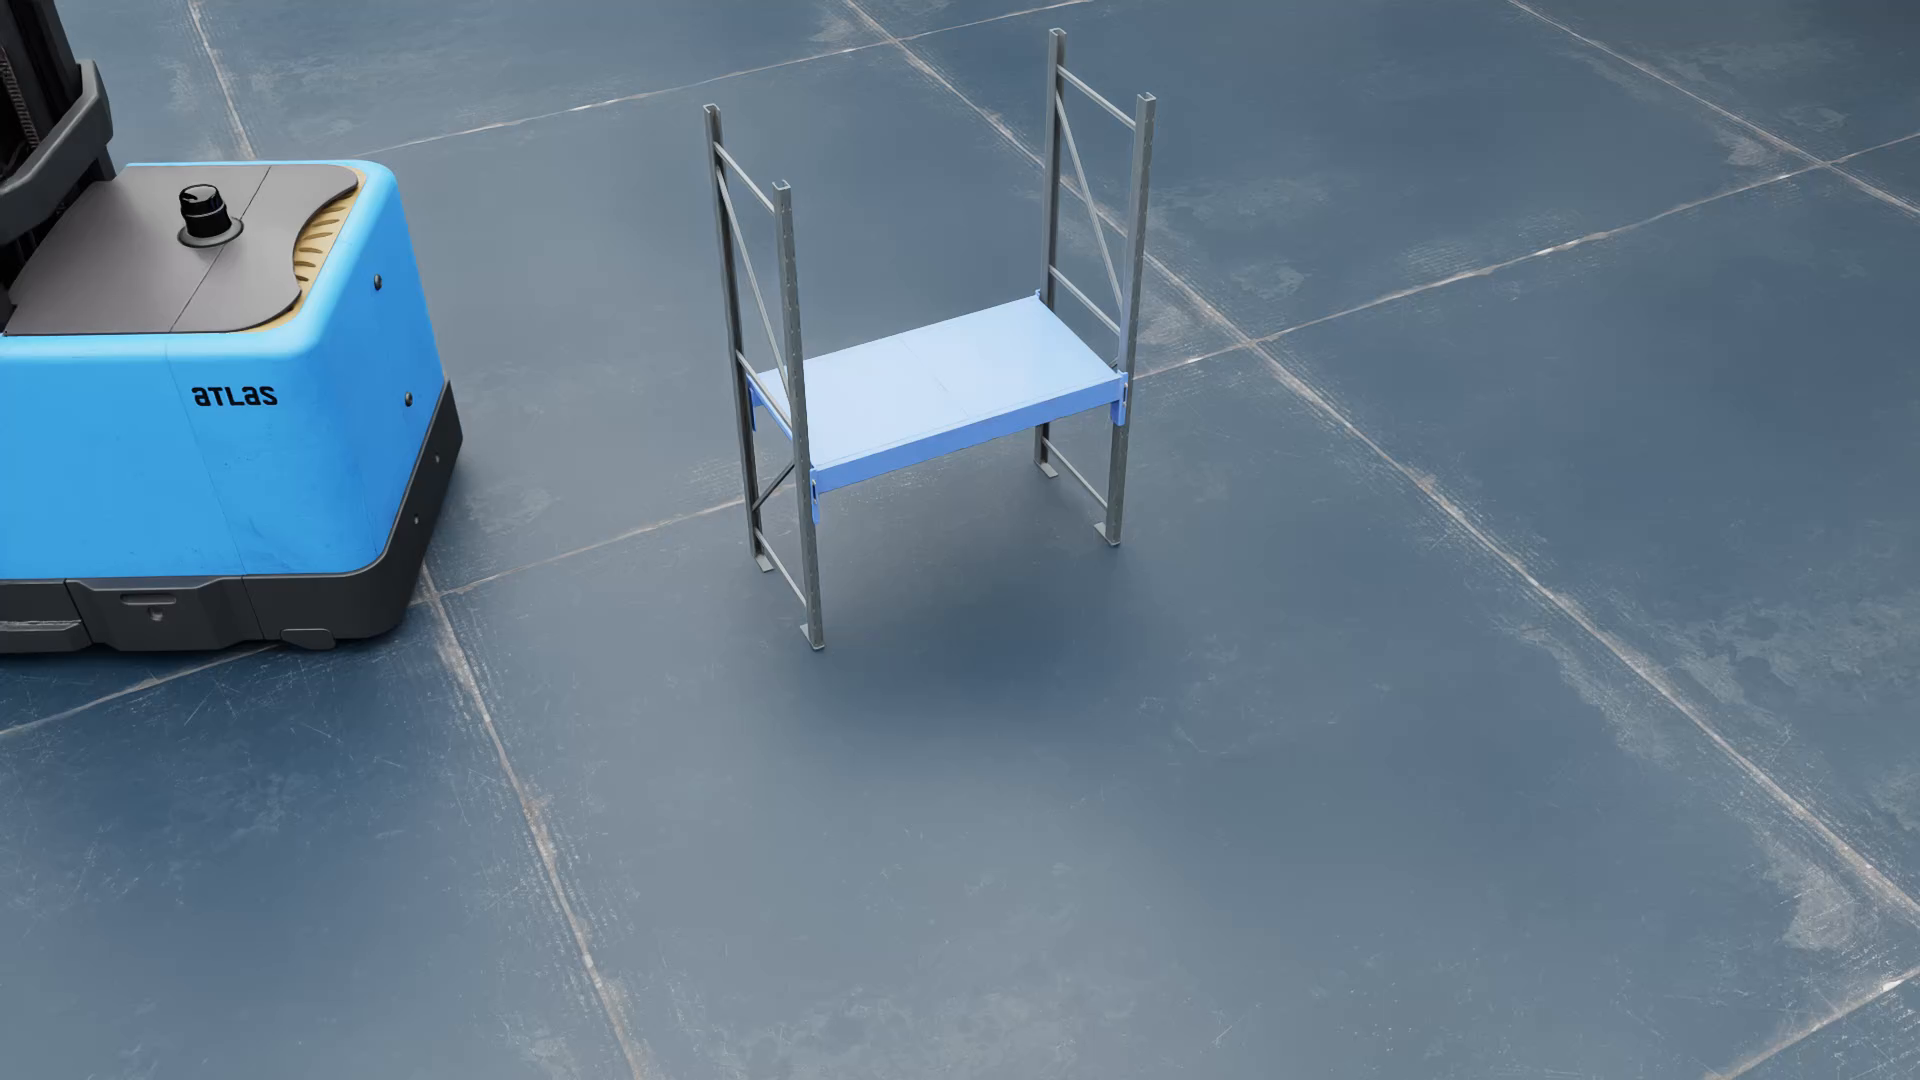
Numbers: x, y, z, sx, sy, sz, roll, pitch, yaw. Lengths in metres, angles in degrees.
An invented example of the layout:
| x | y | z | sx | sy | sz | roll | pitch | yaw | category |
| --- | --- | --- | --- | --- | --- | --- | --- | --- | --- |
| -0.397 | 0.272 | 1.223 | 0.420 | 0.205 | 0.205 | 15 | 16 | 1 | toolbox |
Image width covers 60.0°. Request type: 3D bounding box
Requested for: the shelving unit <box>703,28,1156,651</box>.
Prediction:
| x | y | z | sx | sy | sz | roll | pitch | yaw | category |
| --- | --- | --- | --- | --- | --- | --- | --- | --- | --- |
| -0.076 | -0.547 | 4.735 | 1.048 | 1.500 | 0.538 | -19 | 44 | -21 | shelving unit |

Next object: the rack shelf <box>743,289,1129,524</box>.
| x | y | z | sx | sy | sz | roll | pitch | yaw | category |
| --- | --- | --- | --- | --- | --- | --- | --- | --- | --- |
| -0.076 | -0.410 | 4.852 | 1.000 | 0.185 | 0.538 | -19 | 44 | -21 | rack shelf |

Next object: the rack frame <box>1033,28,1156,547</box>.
| x | y | z | sx | sy | sz | roll | pitch | yaw | category |
| --- | --- | --- | --- | --- | --- | --- | --- | --- | --- |
| 0.375 | -0.699 | 4.915 | 0.032 | 1.500 | 0.500 | -19 | 44 | -21 | rack frame |

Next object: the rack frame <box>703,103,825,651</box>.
| x | y | z | sx | sy | sz | roll | pitch | yaw | category |
| --- | --- | --- | --- | --- | --- | --- | --- | --- | --- |
| -0.527 | -0.395 | 4.556 | 0.032 | 1.500 | 0.500 | -19 | 44 | -21 | rack frame |

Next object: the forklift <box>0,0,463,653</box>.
| x | y | z | sx | sy | sz | roll | pitch | yaw | category |
| --- | --- | --- | --- | --- | --- | --- | --- | --- | --- |
| -3.155 | -1.093 | 4.273 | 3.031 | 2.935 | 1.130 | -1 | 40 | -1 | forklift |
